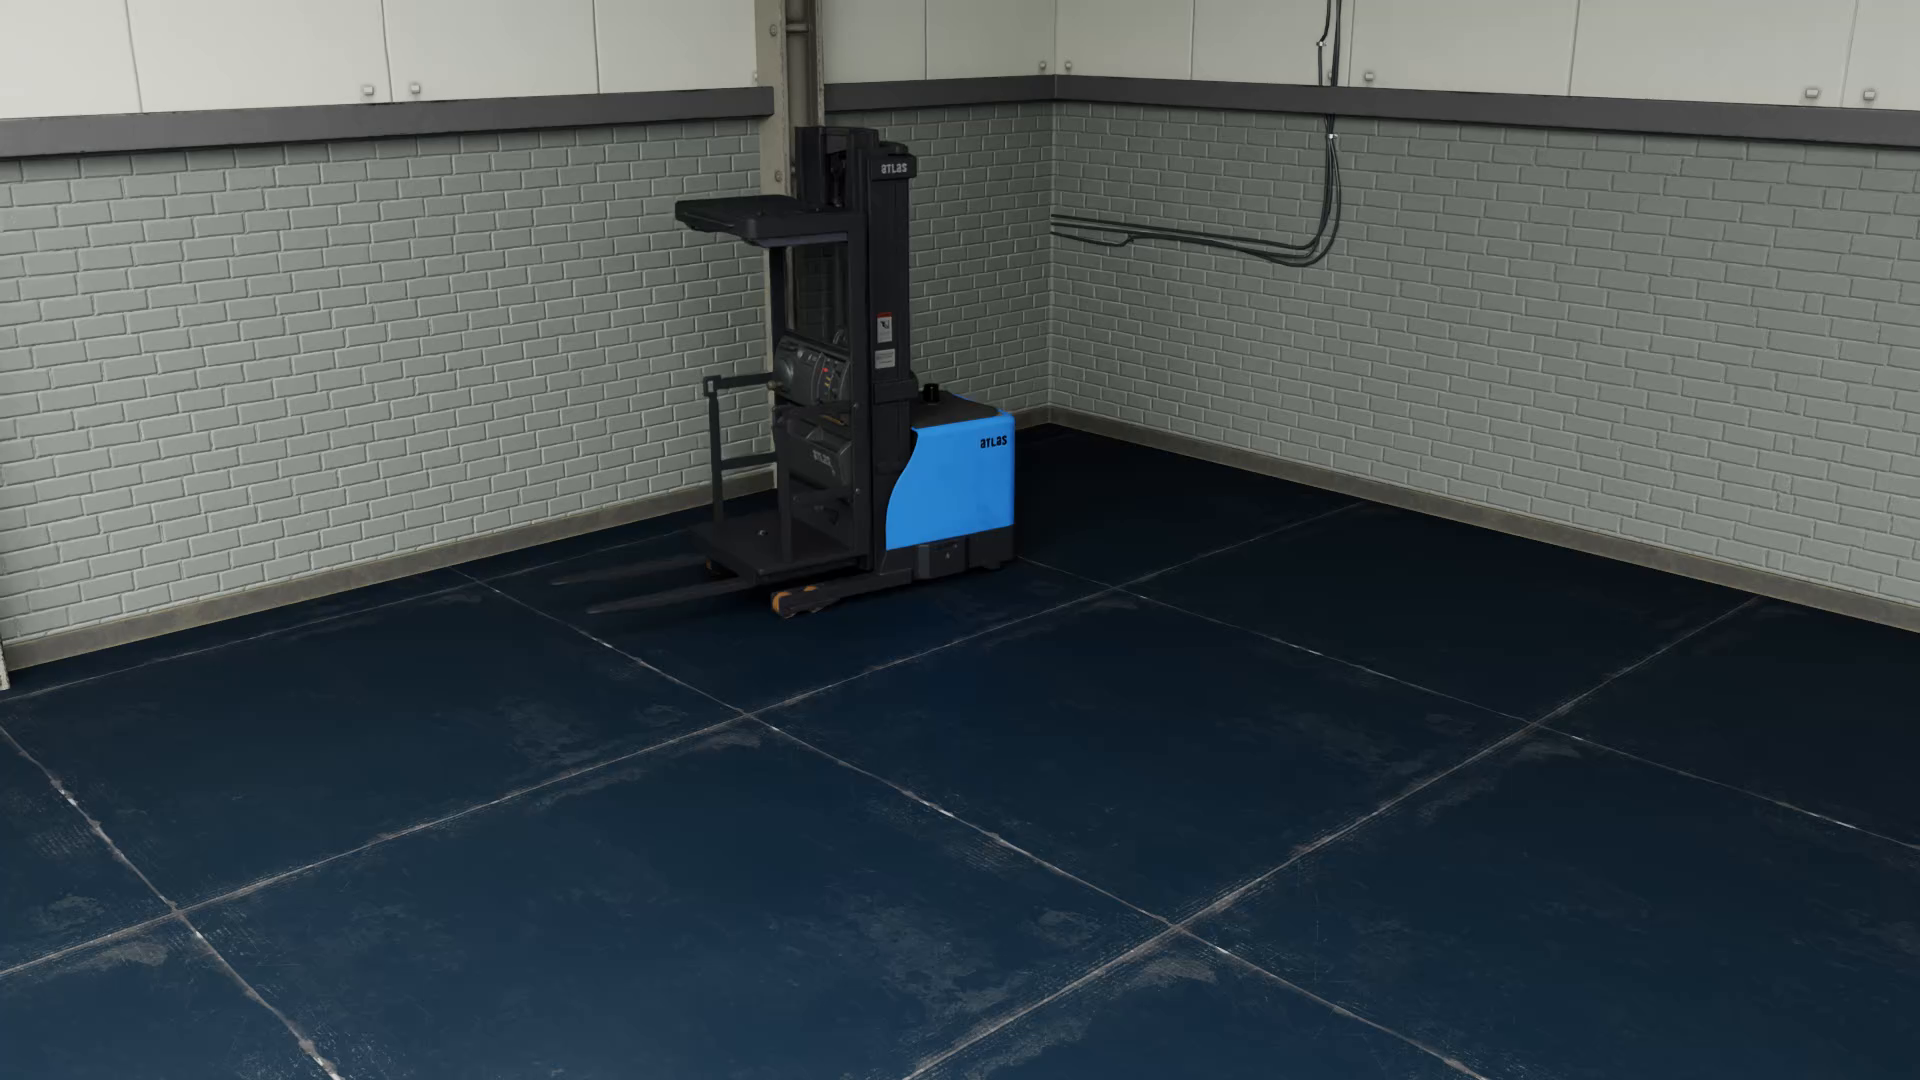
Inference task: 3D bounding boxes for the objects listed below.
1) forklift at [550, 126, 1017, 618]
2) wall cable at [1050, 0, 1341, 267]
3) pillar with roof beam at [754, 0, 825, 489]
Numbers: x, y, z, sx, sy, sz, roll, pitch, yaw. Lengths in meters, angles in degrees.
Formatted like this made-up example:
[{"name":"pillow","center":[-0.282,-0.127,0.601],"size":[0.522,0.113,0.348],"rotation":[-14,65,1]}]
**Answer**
[{"name":"forklift","center":[-1.130,-1.088,10.588],"size":[3.031,2.935,1.130],"rotation":[-11,21,-31]},{"name":"wall cable","center":[1.792,-3.559,13.405],"size":[0.112,2.526,3.097],"rotation":[-16,24,-41]},{"name":"pillar with roof beam","center":[1.701,-3.743,8.939],"size":[0.400,9.000,9.100],"rotation":[-16,24,-41]}]
